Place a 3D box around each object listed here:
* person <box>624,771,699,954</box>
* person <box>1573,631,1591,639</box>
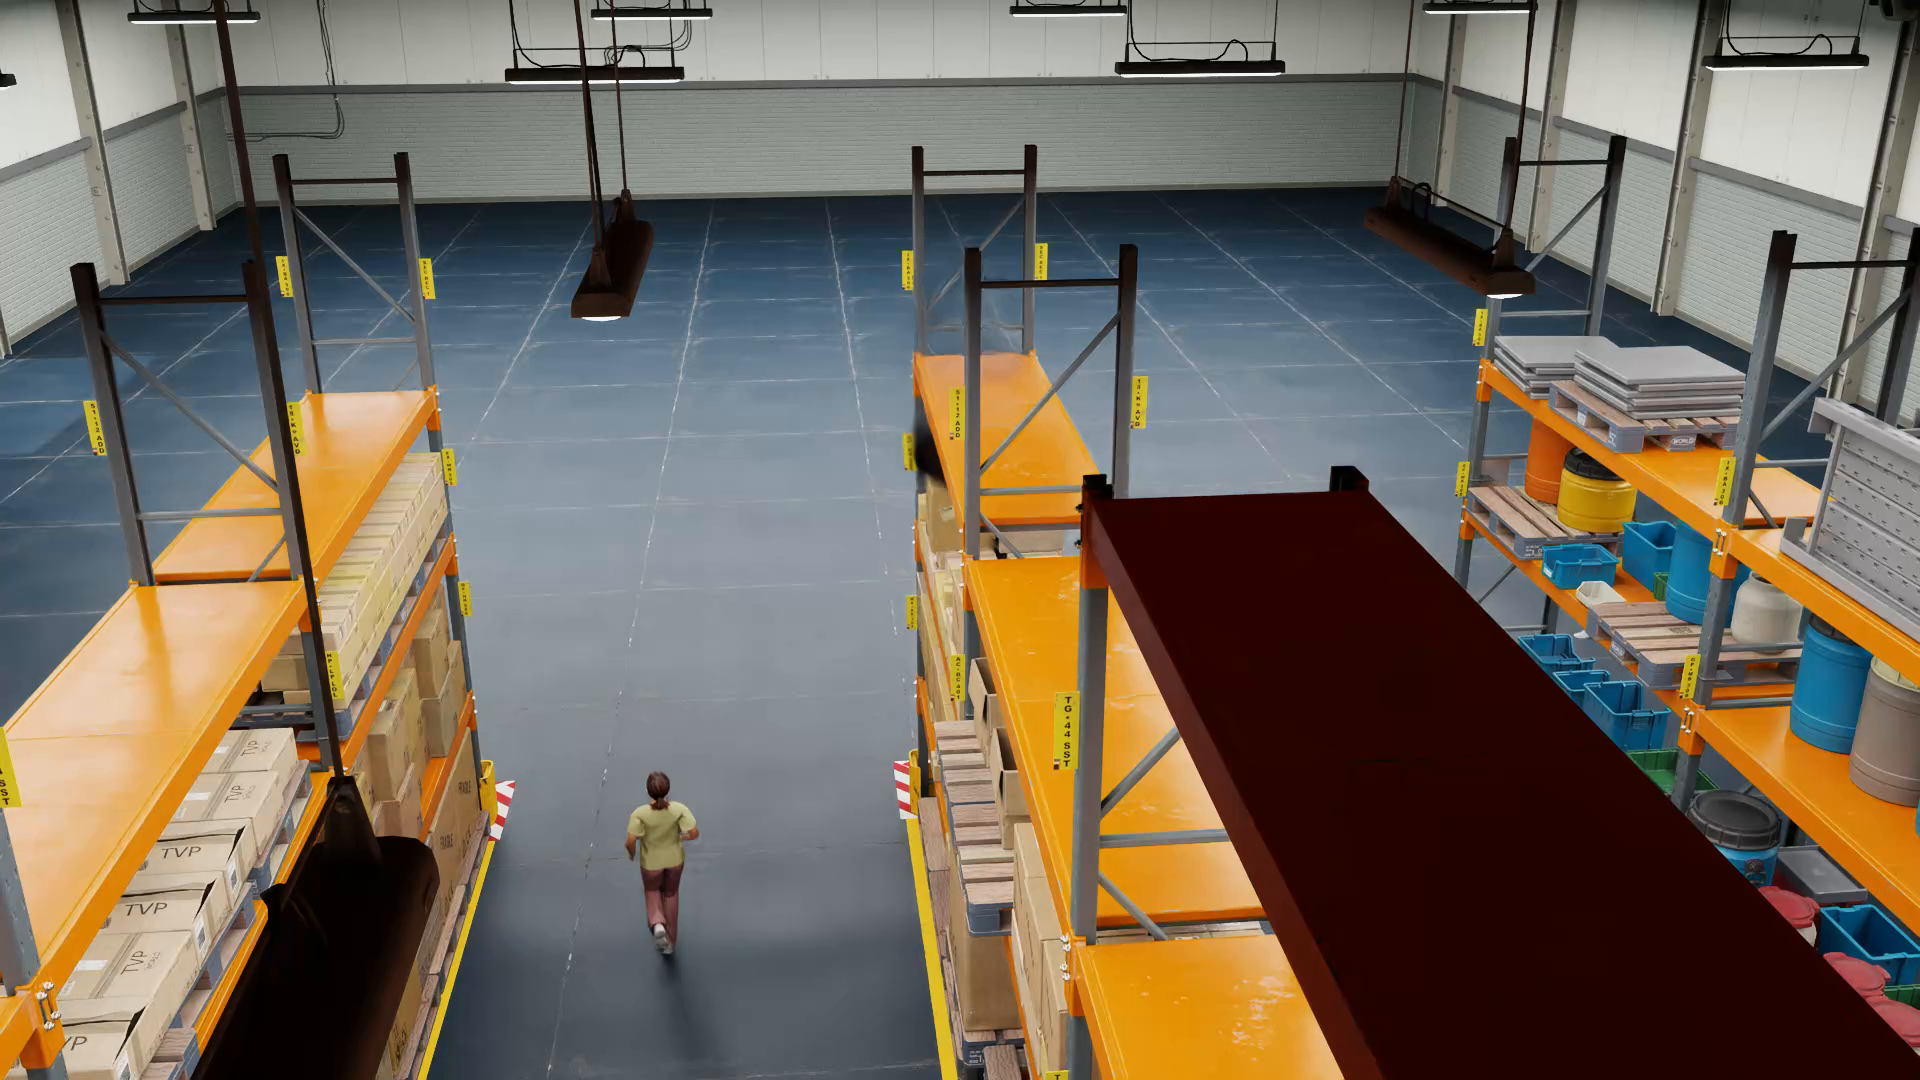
[{"bbox_3d":[-2.329,2.541,13.039,0.582,1.630,0.560,-6,22,-16],"label":"person"},{"bbox_3d":[7.407,0.392,18.503,0.888,1.621,0.550,10,24,23],"label":"person"}]
